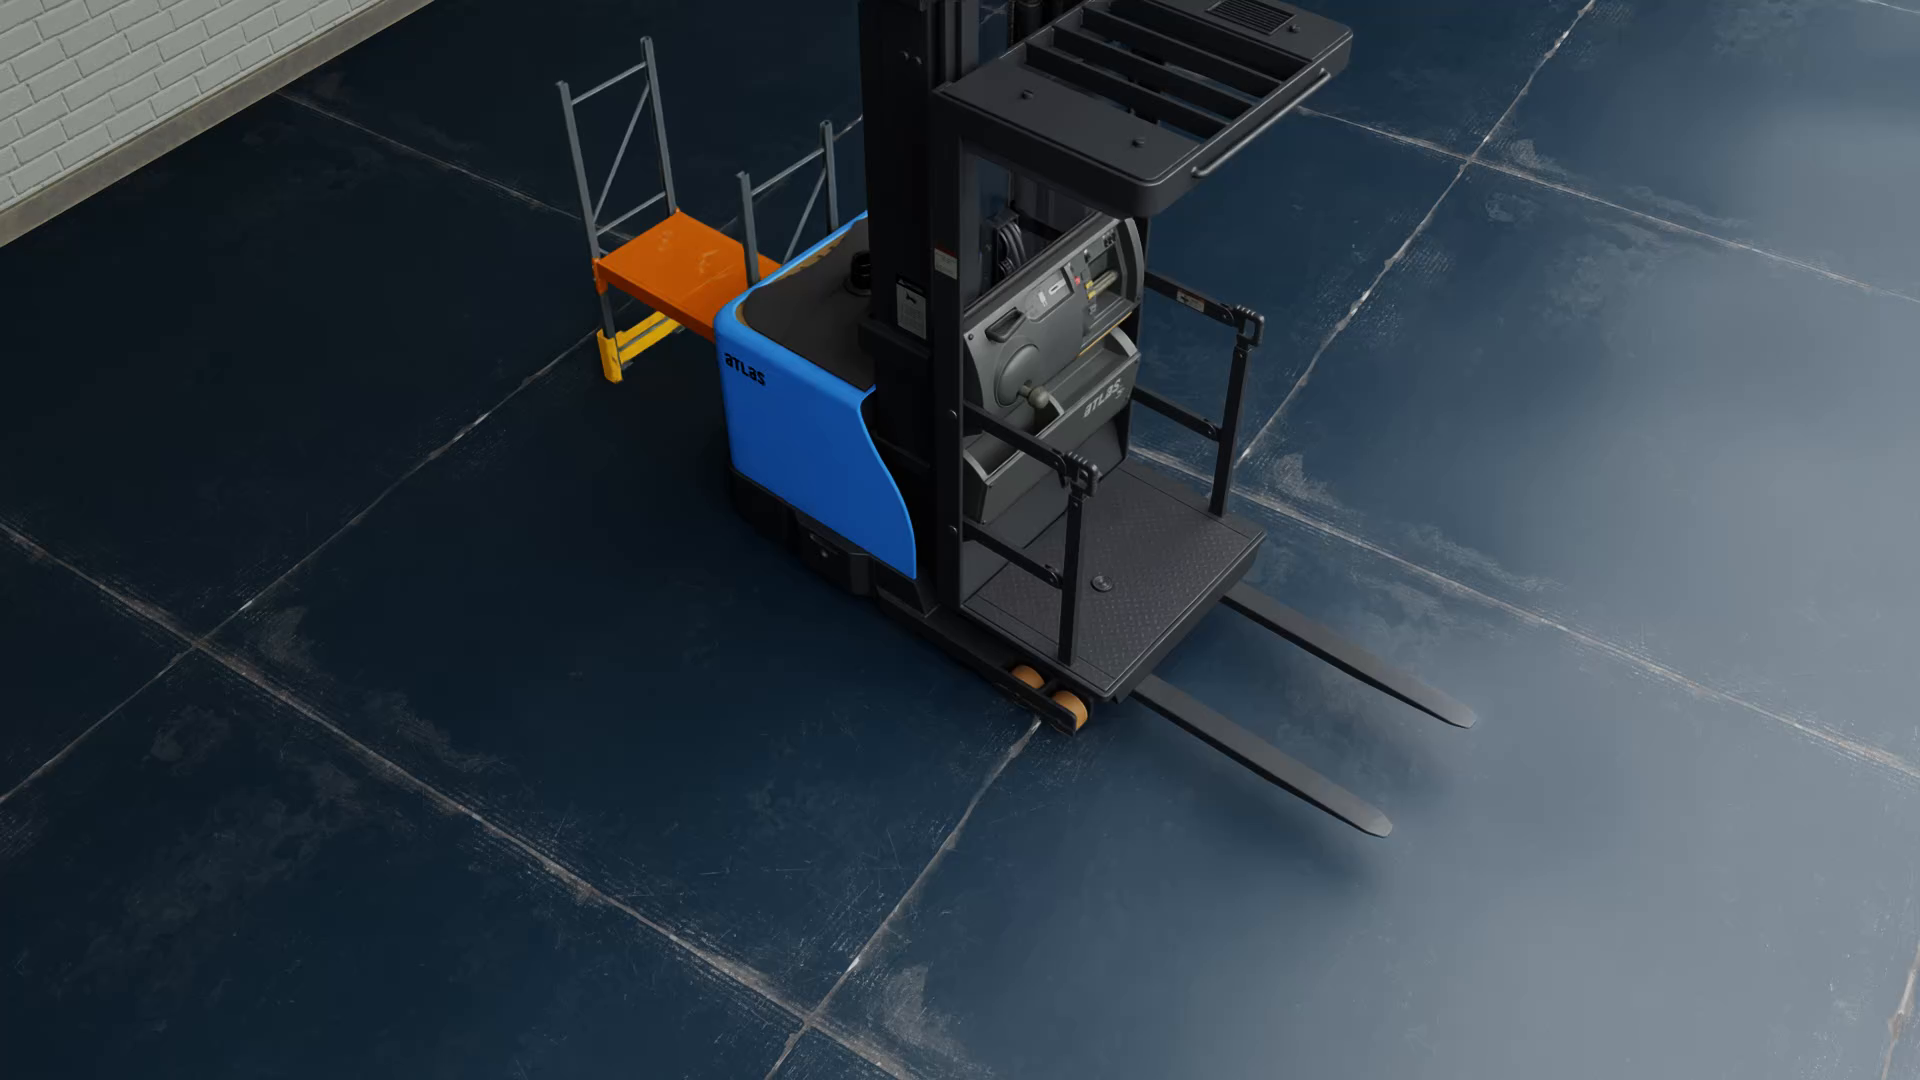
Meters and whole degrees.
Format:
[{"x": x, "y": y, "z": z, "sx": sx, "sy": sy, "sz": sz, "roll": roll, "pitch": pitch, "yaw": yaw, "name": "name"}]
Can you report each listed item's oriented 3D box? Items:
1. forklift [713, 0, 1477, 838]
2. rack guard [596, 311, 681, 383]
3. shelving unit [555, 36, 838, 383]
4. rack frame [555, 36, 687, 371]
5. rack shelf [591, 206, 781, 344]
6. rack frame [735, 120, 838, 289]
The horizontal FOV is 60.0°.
[{"x": 0.499, "y": -0.726, "z": 5.633, "sx": 3.031, "sy": 2.935, "sz": 1.130, "roll": 31, "pitch": 53, "yaw": 26, "name": "forklift"}, {"x": -1.437, "y": -0.988, "z": 7.758, "sx": 0.087, "sy": 0.250, "sz": 0.587, "roll": 31, "pitch": 53, "yaw": 26, "name": "rack guard"}, {"x": -1.053, "y": -1.196, "z": 7.089, "sx": 1.083, "sy": 1.500, "sz": 0.587, "roll": 31, "pitch": 53, "yaw": 26, "name": "shelving unit"}, {"x": -1.452, "y": -1.433, "z": 7.318, "sx": 0.032, "sy": 1.500, "sz": 0.500, "roll": 31, "pitch": 53, "yaw": 26, "name": "rack frame"}, {"x": -1.060, "y": -1.075, "z": 7.222, "sx": 1.000, "sy": 0.185, "sz": 0.538, "roll": 31, "pitch": 53, "yaw": 26, "name": "rack shelf"}, {"x": -0.668, "y": -0.968, "z": 6.867, "sx": 0.032, "sy": 1.500, "sz": 0.500, "roll": 31, "pitch": 53, "yaw": 26, "name": "rack frame"}]
